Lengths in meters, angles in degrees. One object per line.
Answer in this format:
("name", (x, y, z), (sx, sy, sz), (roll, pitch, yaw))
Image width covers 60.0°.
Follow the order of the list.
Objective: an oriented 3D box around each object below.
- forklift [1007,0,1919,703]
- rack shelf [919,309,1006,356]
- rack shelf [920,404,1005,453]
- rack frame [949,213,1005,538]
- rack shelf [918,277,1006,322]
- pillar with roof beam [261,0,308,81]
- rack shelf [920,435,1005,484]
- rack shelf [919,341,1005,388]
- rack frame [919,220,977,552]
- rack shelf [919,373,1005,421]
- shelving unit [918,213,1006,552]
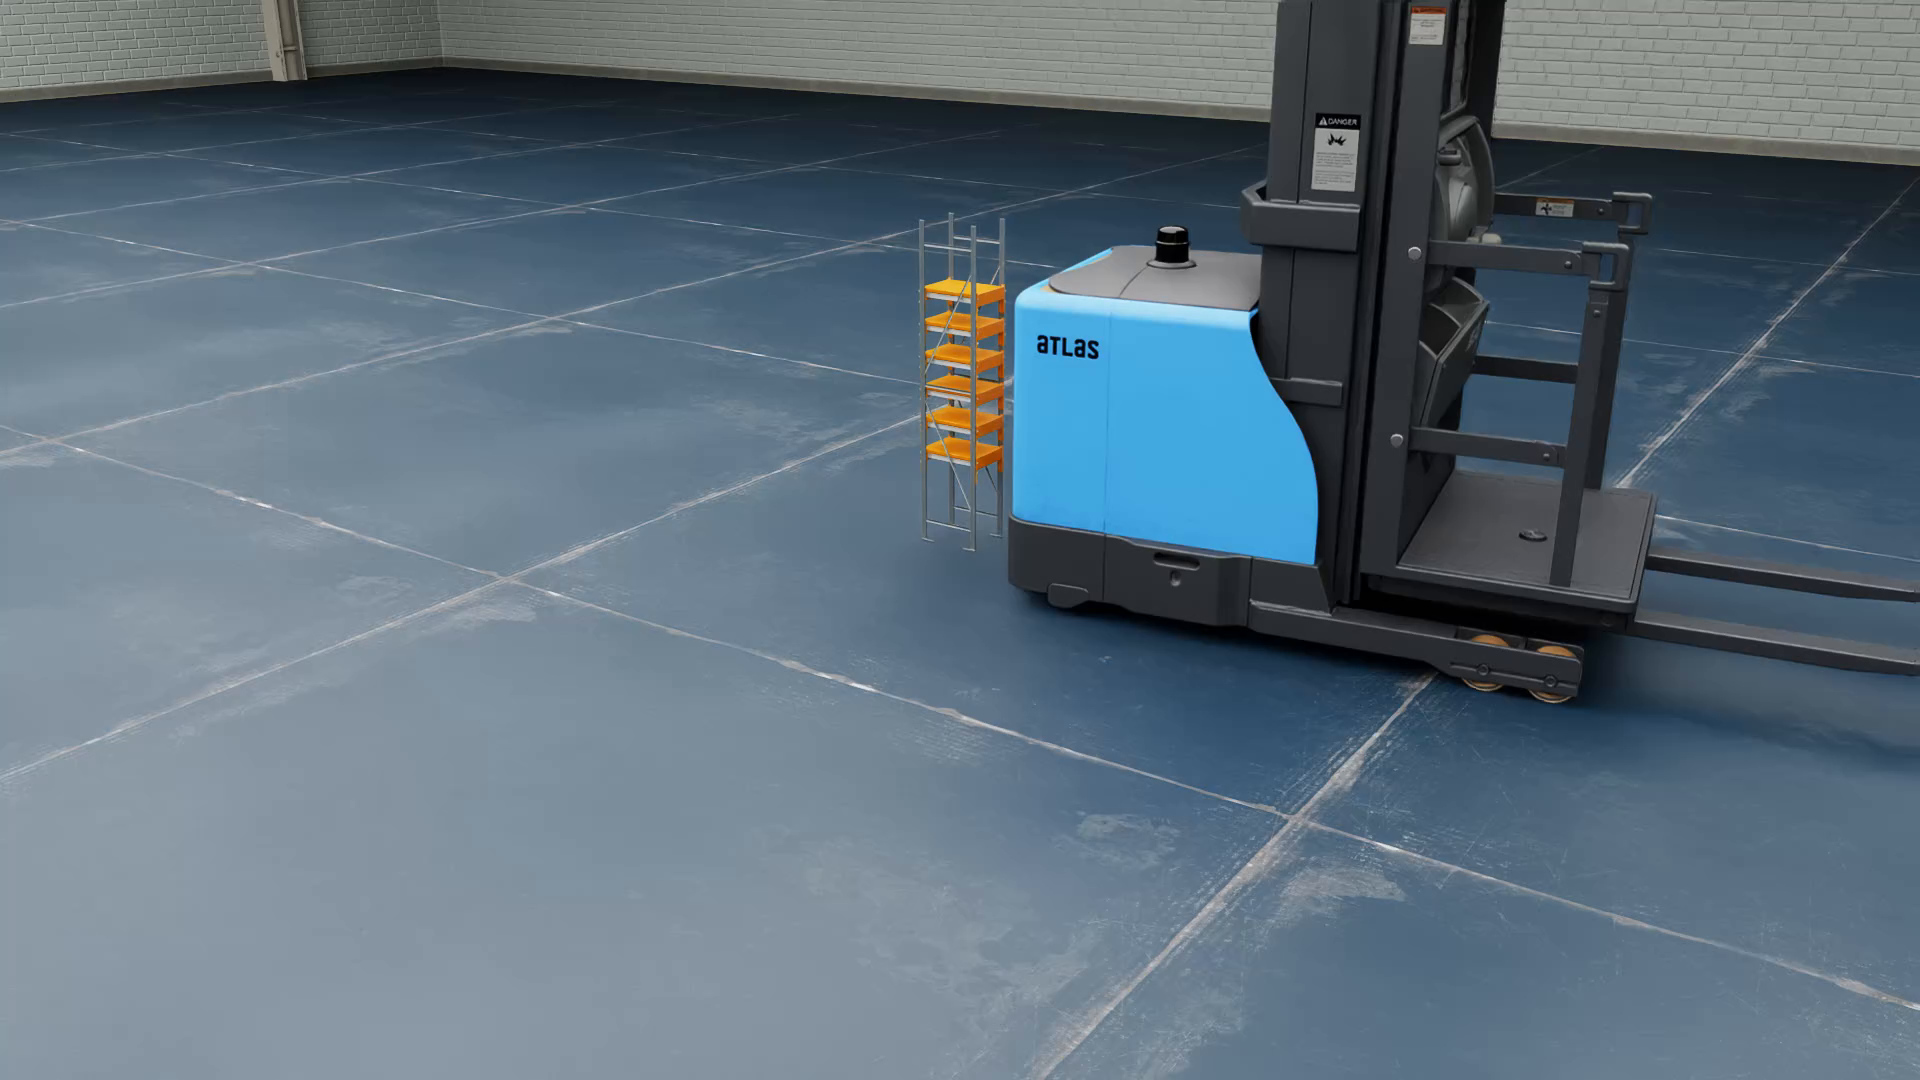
("forklift", (1.723, -1.099, 5.011), (3.031, 2.935, 1.130), (9, 22, 23))
("rack shelf", (0.008, -0.750, 6.000), (0.258, 0.103, 0.180), (13, 24, 32))
("rack shelf", (0.008, -0.413, 6.125), (0.258, 0.103, 0.180), (13, 24, 32))
("rack frame", (0.060, -0.593, 6.139), (0.240, 1.200, 0.006), (13, 24, 32))
("rack shelf", (0.008, -0.863, 5.959), (0.258, 0.103, 0.180), (13, 24, 32))
("pillar with roof beam", (-6.455, -10.258, 21.027), (9.100, 9.000, 0.400), (13, 24, 32))
("rack shelf", (0.008, -0.300, 6.167), (0.258, 0.103, 0.180), (13, 24, 32))
("rack shelf", (0.008, -0.638, 6.042), (0.258, 0.103, 0.180), (13, 24, 32))
("rack frame", (-0.043, -0.541, 5.997), (0.240, 1.200, 0.006), (13, 24, 32))
("rack shelf", (0.008, -0.525, 6.083), (0.258, 0.103, 0.180), (13, 24, 32))
("shelving unit", (0.008, -0.567, 6.068), (0.258, 1.200, 0.189), (13, 24, 32))
